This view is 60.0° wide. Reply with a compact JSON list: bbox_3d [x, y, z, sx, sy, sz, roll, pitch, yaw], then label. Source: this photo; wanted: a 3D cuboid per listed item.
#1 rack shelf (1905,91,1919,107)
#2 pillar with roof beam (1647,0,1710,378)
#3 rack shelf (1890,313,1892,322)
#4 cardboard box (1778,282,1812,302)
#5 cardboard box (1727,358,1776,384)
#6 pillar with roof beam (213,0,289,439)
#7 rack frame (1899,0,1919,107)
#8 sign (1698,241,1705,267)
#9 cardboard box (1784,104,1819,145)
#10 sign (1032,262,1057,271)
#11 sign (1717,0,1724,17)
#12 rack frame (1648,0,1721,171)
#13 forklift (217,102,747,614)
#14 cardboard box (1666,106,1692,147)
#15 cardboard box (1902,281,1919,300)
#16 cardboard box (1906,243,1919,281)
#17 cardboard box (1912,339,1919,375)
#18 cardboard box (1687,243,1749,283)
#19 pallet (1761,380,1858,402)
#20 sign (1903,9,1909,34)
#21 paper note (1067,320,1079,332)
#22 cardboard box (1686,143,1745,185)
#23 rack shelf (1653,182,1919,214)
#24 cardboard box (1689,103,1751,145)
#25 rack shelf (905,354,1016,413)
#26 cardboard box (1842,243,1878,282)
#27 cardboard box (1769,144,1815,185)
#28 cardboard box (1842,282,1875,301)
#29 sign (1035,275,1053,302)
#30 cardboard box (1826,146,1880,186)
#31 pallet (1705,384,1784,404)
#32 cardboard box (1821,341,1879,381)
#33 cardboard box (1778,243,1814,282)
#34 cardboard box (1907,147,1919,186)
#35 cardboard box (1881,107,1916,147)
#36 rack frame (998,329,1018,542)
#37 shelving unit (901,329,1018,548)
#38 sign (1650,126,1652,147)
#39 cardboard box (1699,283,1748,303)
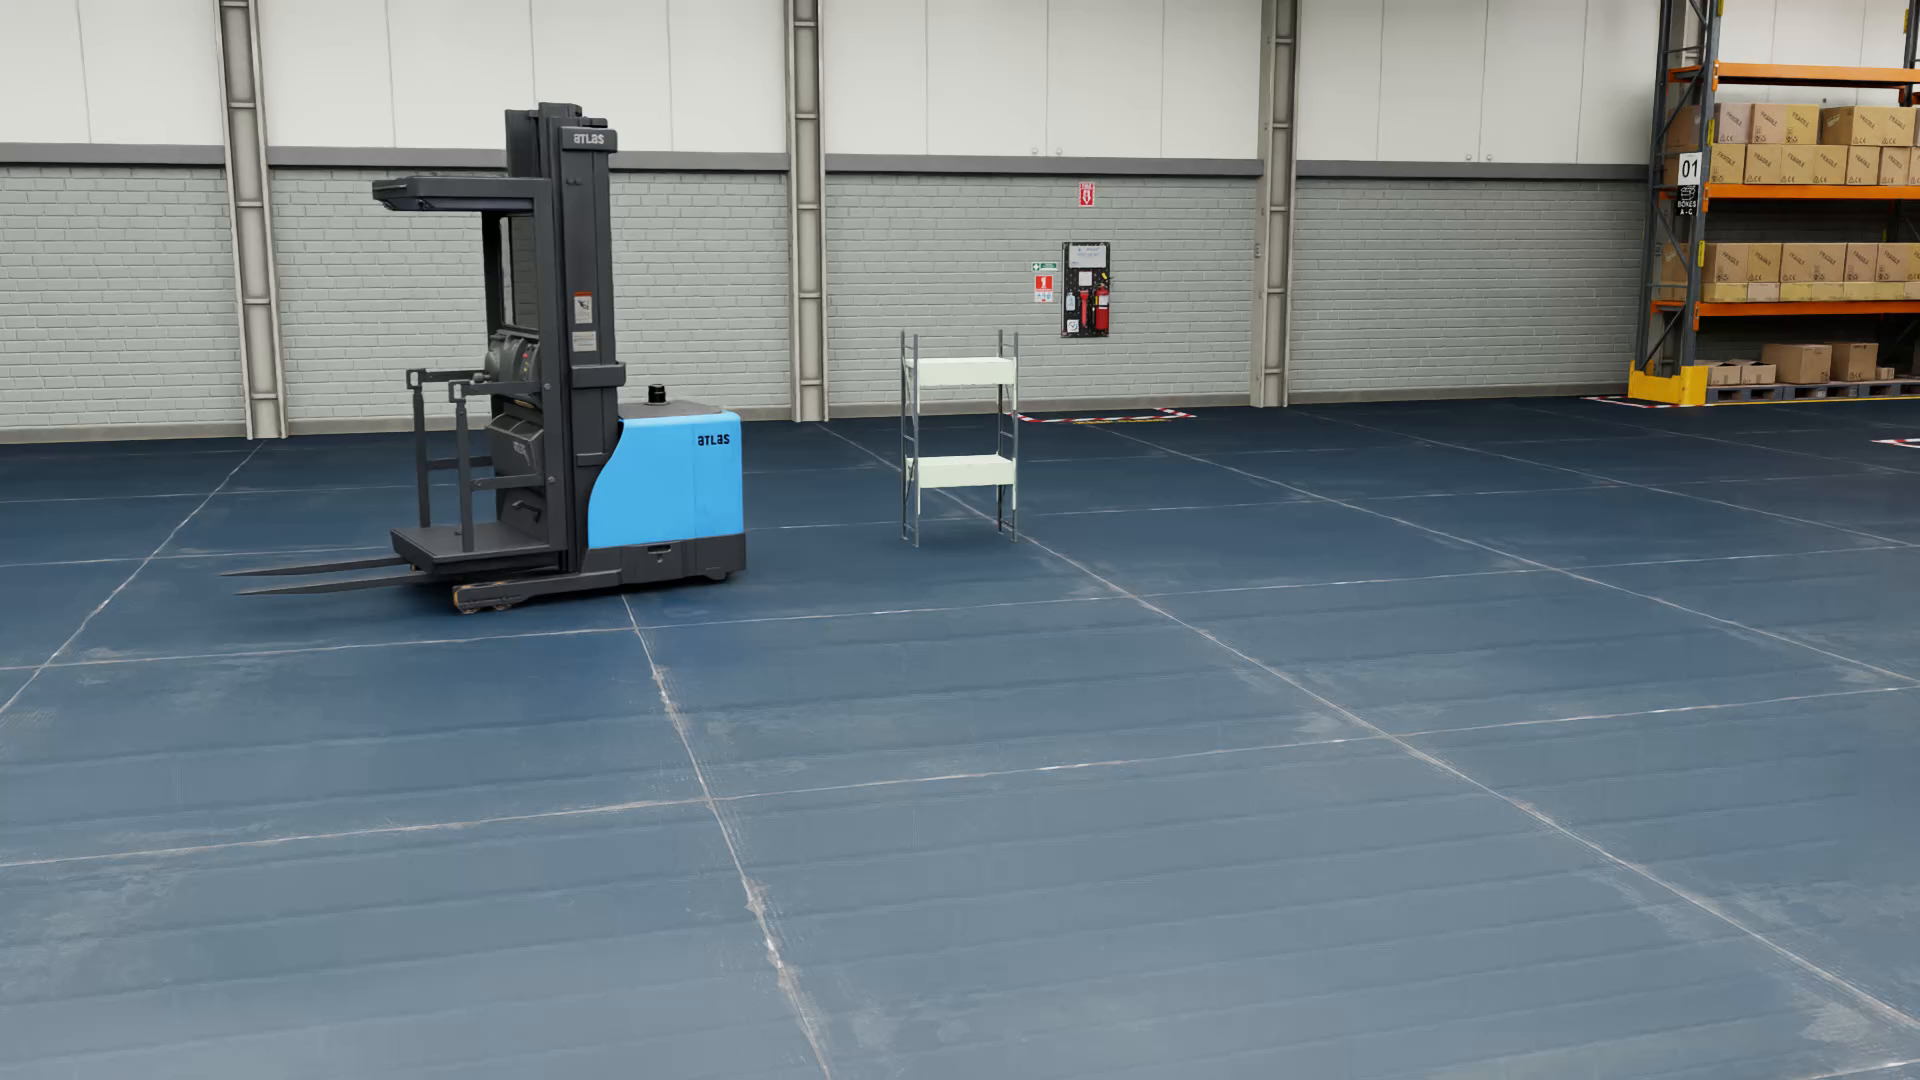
[{"bbox_3d":[15.066,-6.026,23.019,4.000,0.370,1.077,-3,11,-16],"label":"rack shelf"},{"bbox_3d":[10.939,-5.711,18.212,0.400,9.000,9.100,-3,11,-16],"label":"pillar with roof beam"},{"bbox_3d":[15.066,-3.273,23.525,4.000,0.370,1.077,-3,11,-16],"label":"rack shelf"},{"bbox_3d":[10.848,-3.282,21.948,0.500,0.250,0.500,-3,11,-17],"label":"cardboard box"},{"bbox_3d":[10.542,-2.265,22.277,0.500,0.311,0.500,-2,11,-11],"label":"cardboard box"},{"bbox_3d":[-6.343,-4.800,13.264,0.400,9.000,9.100,-3,11,-16],"label":"pillar with roof beam"},{"bbox_3d":[13.146,-6.476,22.367,0.127,3.000,1.000,-3,11,-16],"label":"rack frame"},{"bbox_3d":[9.457,-3.654,21.220,0.005,0.325,0.100,-3,11,-16],"label":"sign"},{"bbox_3d":[10.728,-5.371,21.556,0.500,0.500,0.500,-3,11,-14],"label":"cardboard box"},{"bbox_3d":[1.039,-3.353,20.415,0.331,0.109,0.001,-3,11,-16],"label":"sign"},{"bbox_3d":[9.457,-6.677,20.664,0.005,0.325,0.100,-3,11,-16],"label":"sign"},{"bbox_3d":[9.306,-6.273,21.268,0.127,3.000,1.000,-3,11,-16],"label":"rack frame"},{"bbox_3d":[-2.894,-1.119,10.031,3.031,2.935,1.130,-6,12,-31],"label":"forklift"},{"bbox_3d":[9.646,-5.416,21.803,0.500,0.500,0.500,-3,11,-13],"label":"cardboard box"},{"bbox_3d":[12.776,-3.385,22.506,0.500,0.250,0.500,-3,11,-16],"label":"cardboard box"},{"bbox_3d":[12.779,-3.752,22.432,0.500,0.500,0.500,-3,11,-16],"label":"cardboard box"},{"bbox_3d":[13.848,-2.552,23.315,0.500,0.500,0.700,-3,11,-14],"label":"cardboard box"},{"bbox_3d":[9.848,-3.600,21.602,0.500,0.500,0.500,-3,11,-16],"label":"cardboard box"},{"bbox_3d":[11.338,-2.051,22.606,1.213,0.211,1.003,-3,11,-16],"label":"pallet"},{"bbox_3d":[12.985,-7.109,22.791,0.005,0.325,0.100,-3,11,-16],"label":"sign"},{"bbox_3d":[1.402,-2.656,20.624,0.142,0.148,0.016,-3,11,-16],"label":"paper note"},{"bbox_3d":[9.696,-4.830,21.384,0.500,0.500,0.500,-3,11,-14],"label":"cardboard box"},{"bbox_3d":[11.226,-4.545,22.154,4.000,0.370,1.077,-3,11,-16],"label":"rack shelf"},{"bbox_3d":[9.743,-5.326,21.315,0.500,0.500,0.500,-4,11,-20],"label":"cardboard box"},{"bbox_3d":[-0.006,-1.121,11.838,0.720,0.370,0.431,-3,11,-16],"label":"rack shelf"},{"bbox_3d":[11.814,-3.703,22.162,0.500,0.500,0.500,-3,11,-18],"label":"cardboard box"},{"bbox_3d":[10.720,-4.878,21.645,0.500,0.500,0.500,-2,11,-13],"label":"cardboard box"},{"bbox_3d":[11.817,-3.333,22.224,0.500,0.250,0.500,-3,11,-16],"label":"cardboard box"},{"bbox_3d":[1.032,-3.094,20.470,0.234,0.329,0.001,-3,11,-16],"label":"sign"},{"bbox_3d":[11.720,-4.933,21.941,0.500,0.500,0.500,-3,11,-18],"label":"cardboard box"},{"bbox_3d":[10.168,-1.990,22.274,1.213,0.211,1.003,-3,11,-16],"label":"pallet"},{"bbox_3d":[12.161,-2.453,22.774,0.500,0.500,0.500,-4,11,-20],"label":"cardboard box"},{"bbox_3d":[10.823,-3.648,21.865,0.500,0.500,0.500,-3,11,-18],"label":"cardboard box"},{"bbox_3d":[12.728,-4.991,22.255,0.500,0.500,0.500,-3,11,-14],"label":"cardboard box"},{"bbox_3d":[12.215,-5.449,21.982,0.500,0.500,0.500,-2,11,-13],"label":"cardboard box"},{"bbox_3d":[0.345,-0.756,12.009,0.023,1.500,0.400,-3,11,-16],"label":"rack frame"},{"bbox_3d":[-0.006,-0.737,11.909,0.755,1.500,0.431,-3,11,-16],"label":"shelving unit"},{"bbox_3d":[9.170,-5.331,21.989,0.005,0.325,0.100,-3,11,-16],"label":"sign"},{"bbox_3d":[9.863,-3.228,21.657,0.500,0.250,0.500,-3,11,-18],"label":"cardboard box"}]
